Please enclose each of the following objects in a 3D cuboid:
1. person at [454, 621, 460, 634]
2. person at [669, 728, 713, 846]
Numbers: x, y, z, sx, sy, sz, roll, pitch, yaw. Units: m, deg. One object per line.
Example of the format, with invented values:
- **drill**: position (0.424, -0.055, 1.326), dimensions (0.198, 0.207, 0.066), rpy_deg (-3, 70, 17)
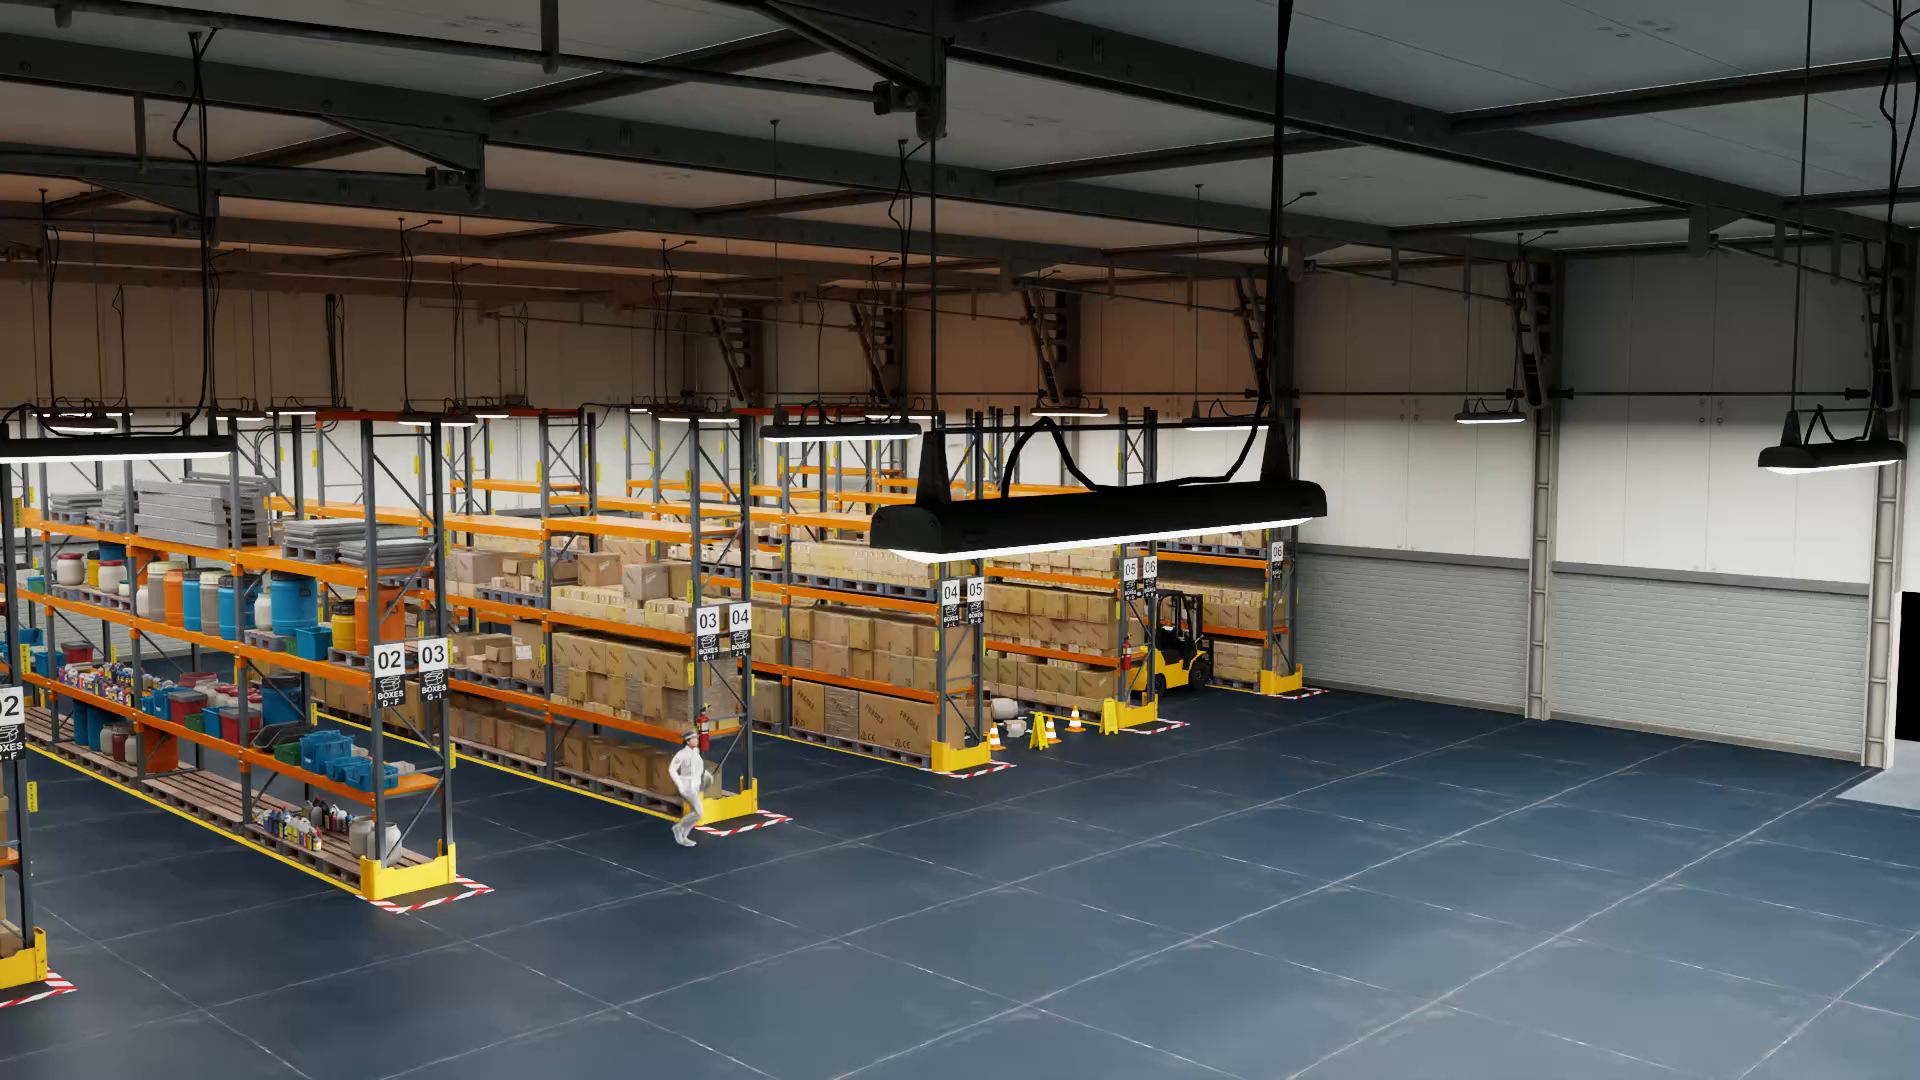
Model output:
- **person**: position (-11.268, 2.322, 36.597), dimensions (0.560, 1.576, 0.543), rpy_deg (-5, 7, -42)
- **person**: position (-3.728, 3.449, 23.214), dimensions (0.529, 1.662, 0.628), rpy_deg (2, 5, 17)
